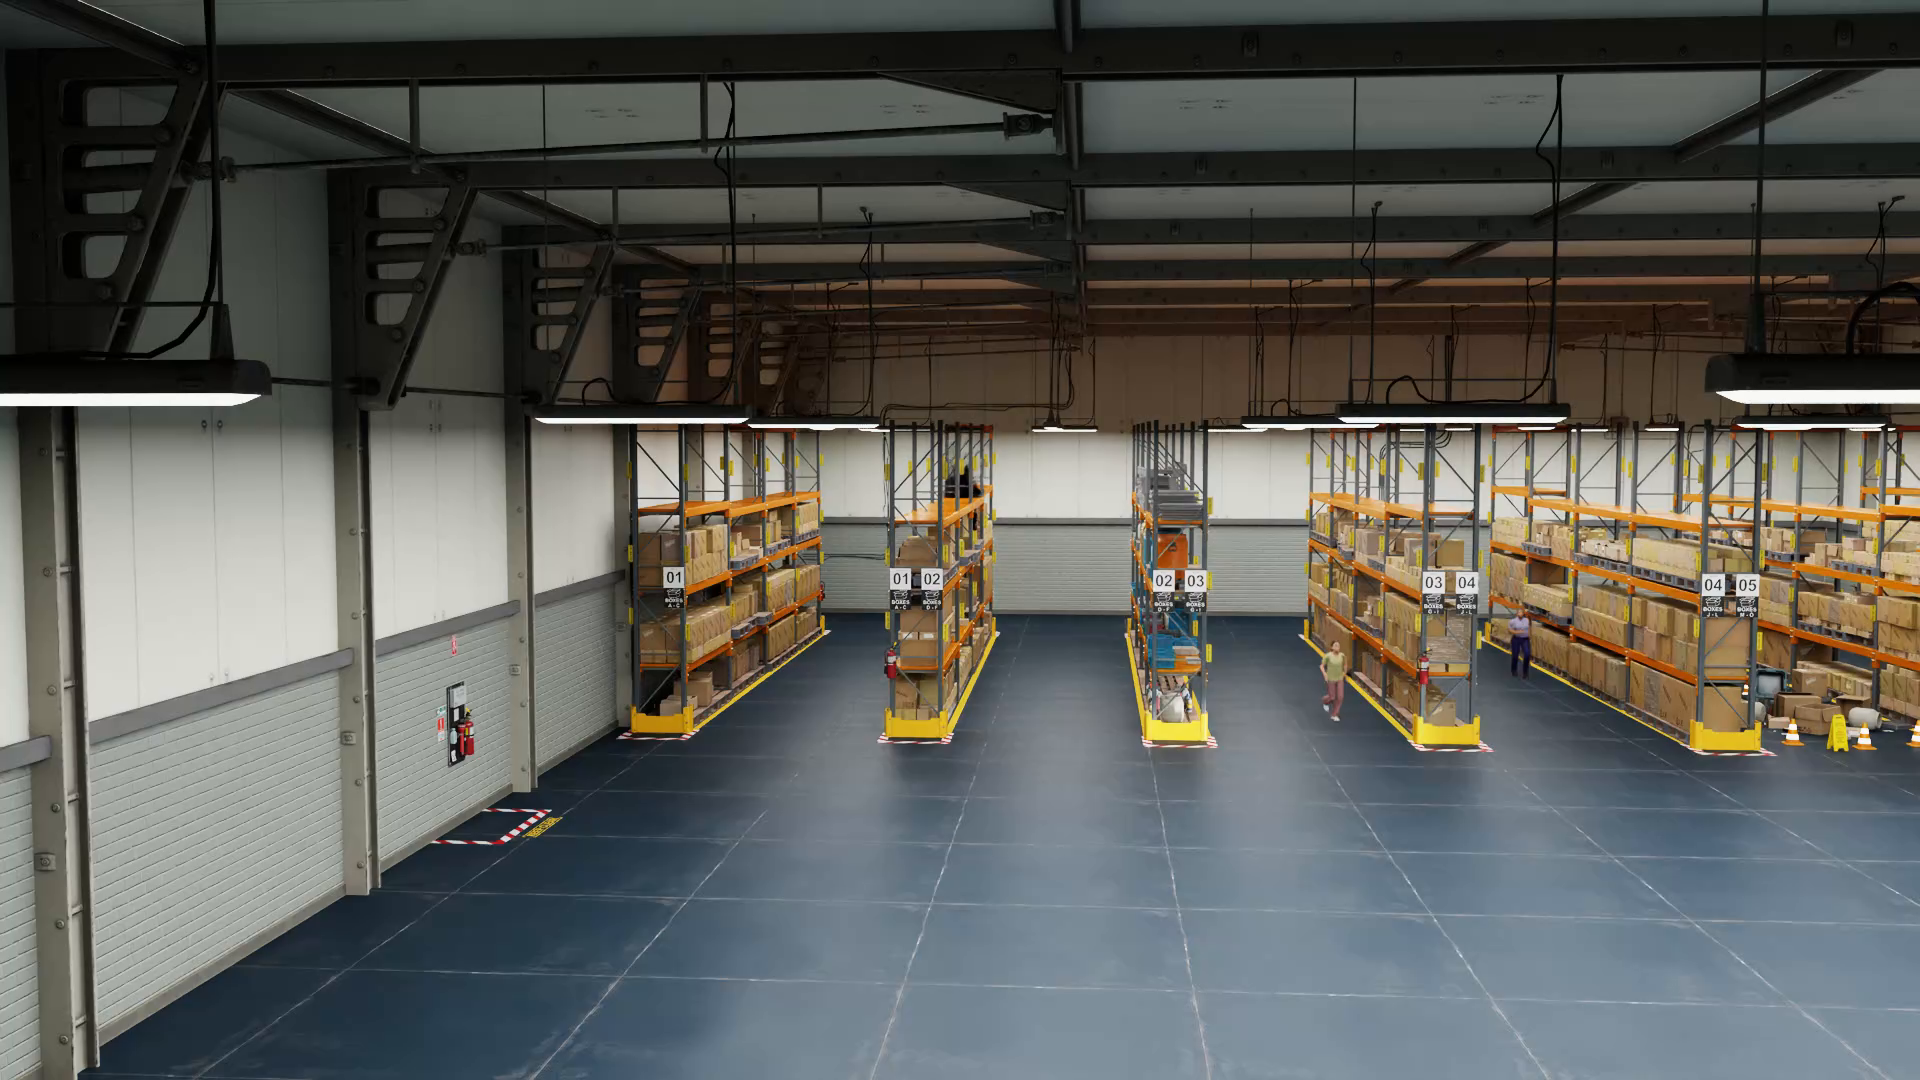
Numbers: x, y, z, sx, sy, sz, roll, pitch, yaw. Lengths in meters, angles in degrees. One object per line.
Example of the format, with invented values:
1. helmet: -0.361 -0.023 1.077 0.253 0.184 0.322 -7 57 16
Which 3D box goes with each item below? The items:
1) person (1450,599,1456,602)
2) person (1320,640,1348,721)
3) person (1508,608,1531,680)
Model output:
1. person: 13.373 1.967 45.591 0.720 1.727 0.926 1 4 15
2. person: 7.513 2.801 33.465 0.552 1.621 0.622 0 4 -6
3. person: 13.172 2.441 39.095 0.570 1.676 0.716 0 4 5
